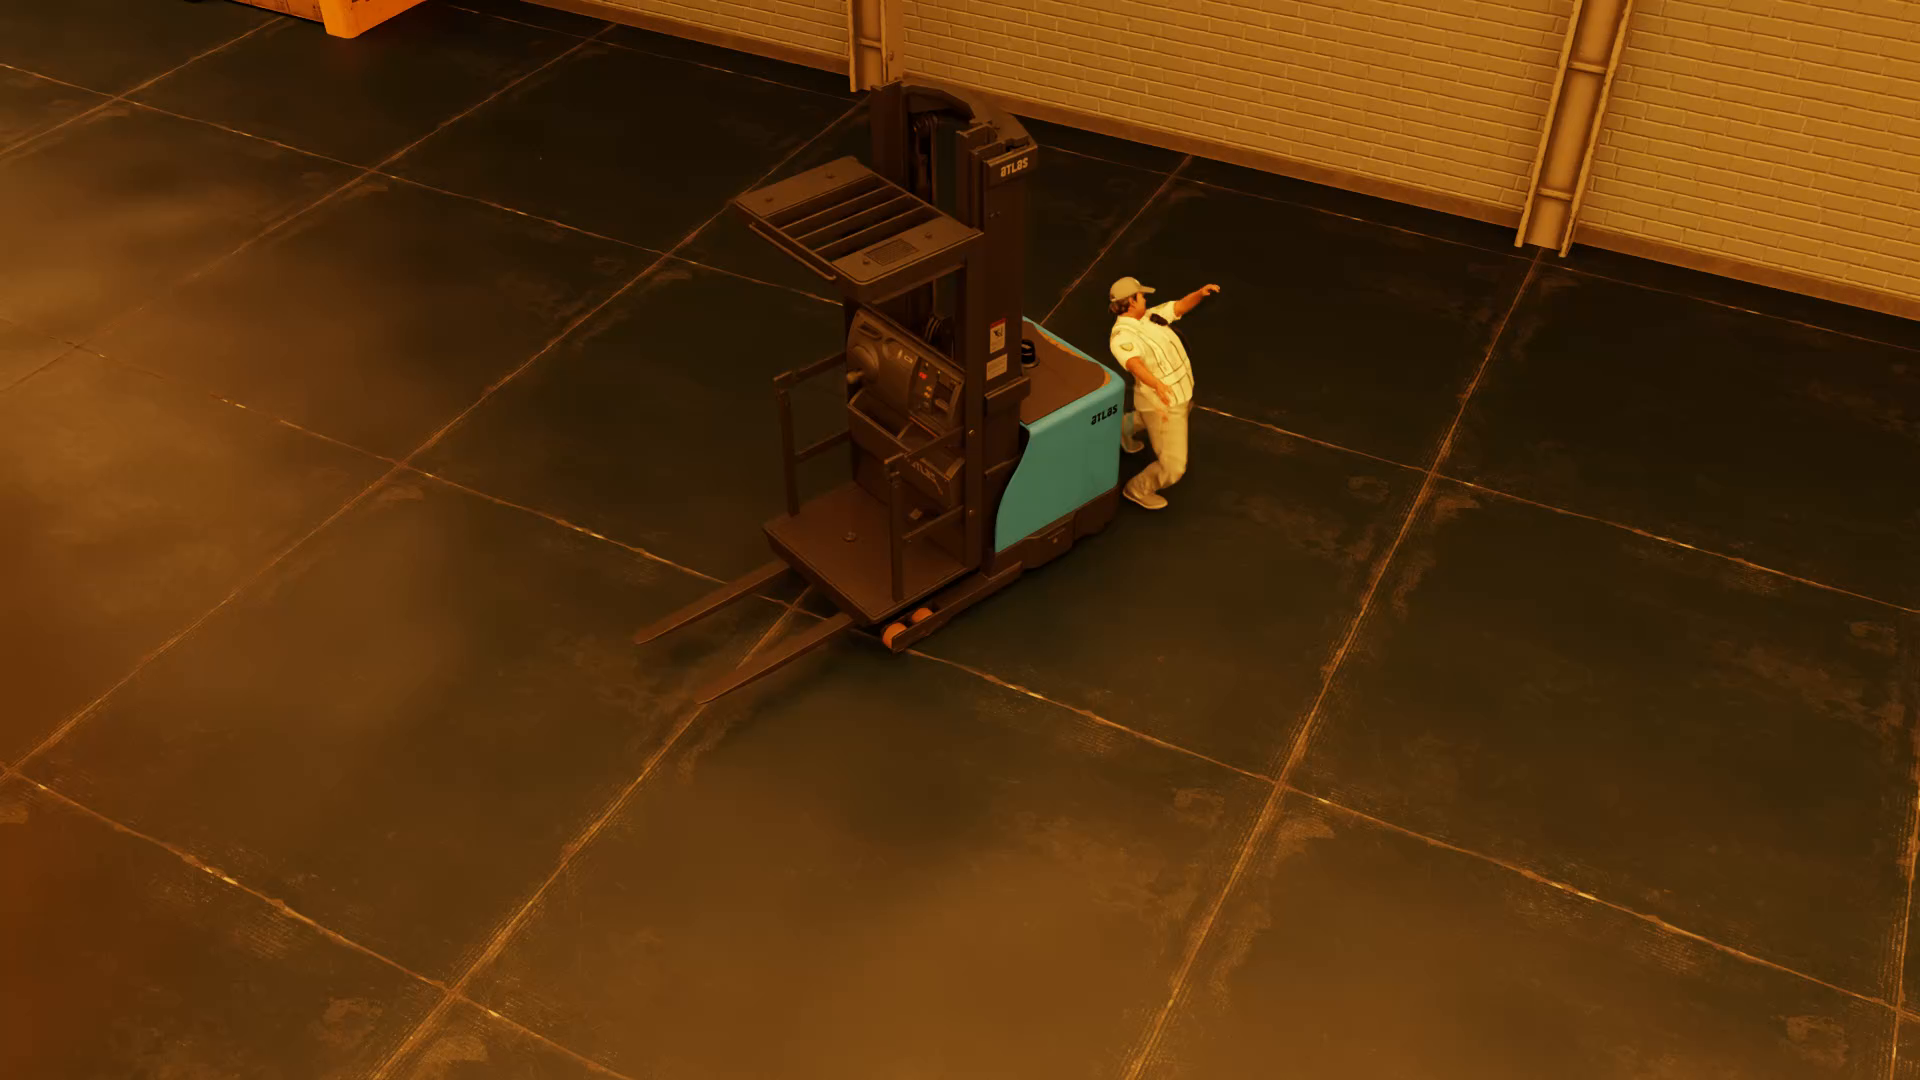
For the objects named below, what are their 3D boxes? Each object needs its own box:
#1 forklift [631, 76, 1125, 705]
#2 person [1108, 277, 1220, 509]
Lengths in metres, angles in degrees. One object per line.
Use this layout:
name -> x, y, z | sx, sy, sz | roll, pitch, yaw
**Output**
forklift -> -0.465, -0.867, 9.016 | 3.031, 2.935, 1.130 | -29, 48, -30
person -> 1.162, -0.840, 10.083 | 0.655, 1.470, 1.031 | 8, 41, 9
